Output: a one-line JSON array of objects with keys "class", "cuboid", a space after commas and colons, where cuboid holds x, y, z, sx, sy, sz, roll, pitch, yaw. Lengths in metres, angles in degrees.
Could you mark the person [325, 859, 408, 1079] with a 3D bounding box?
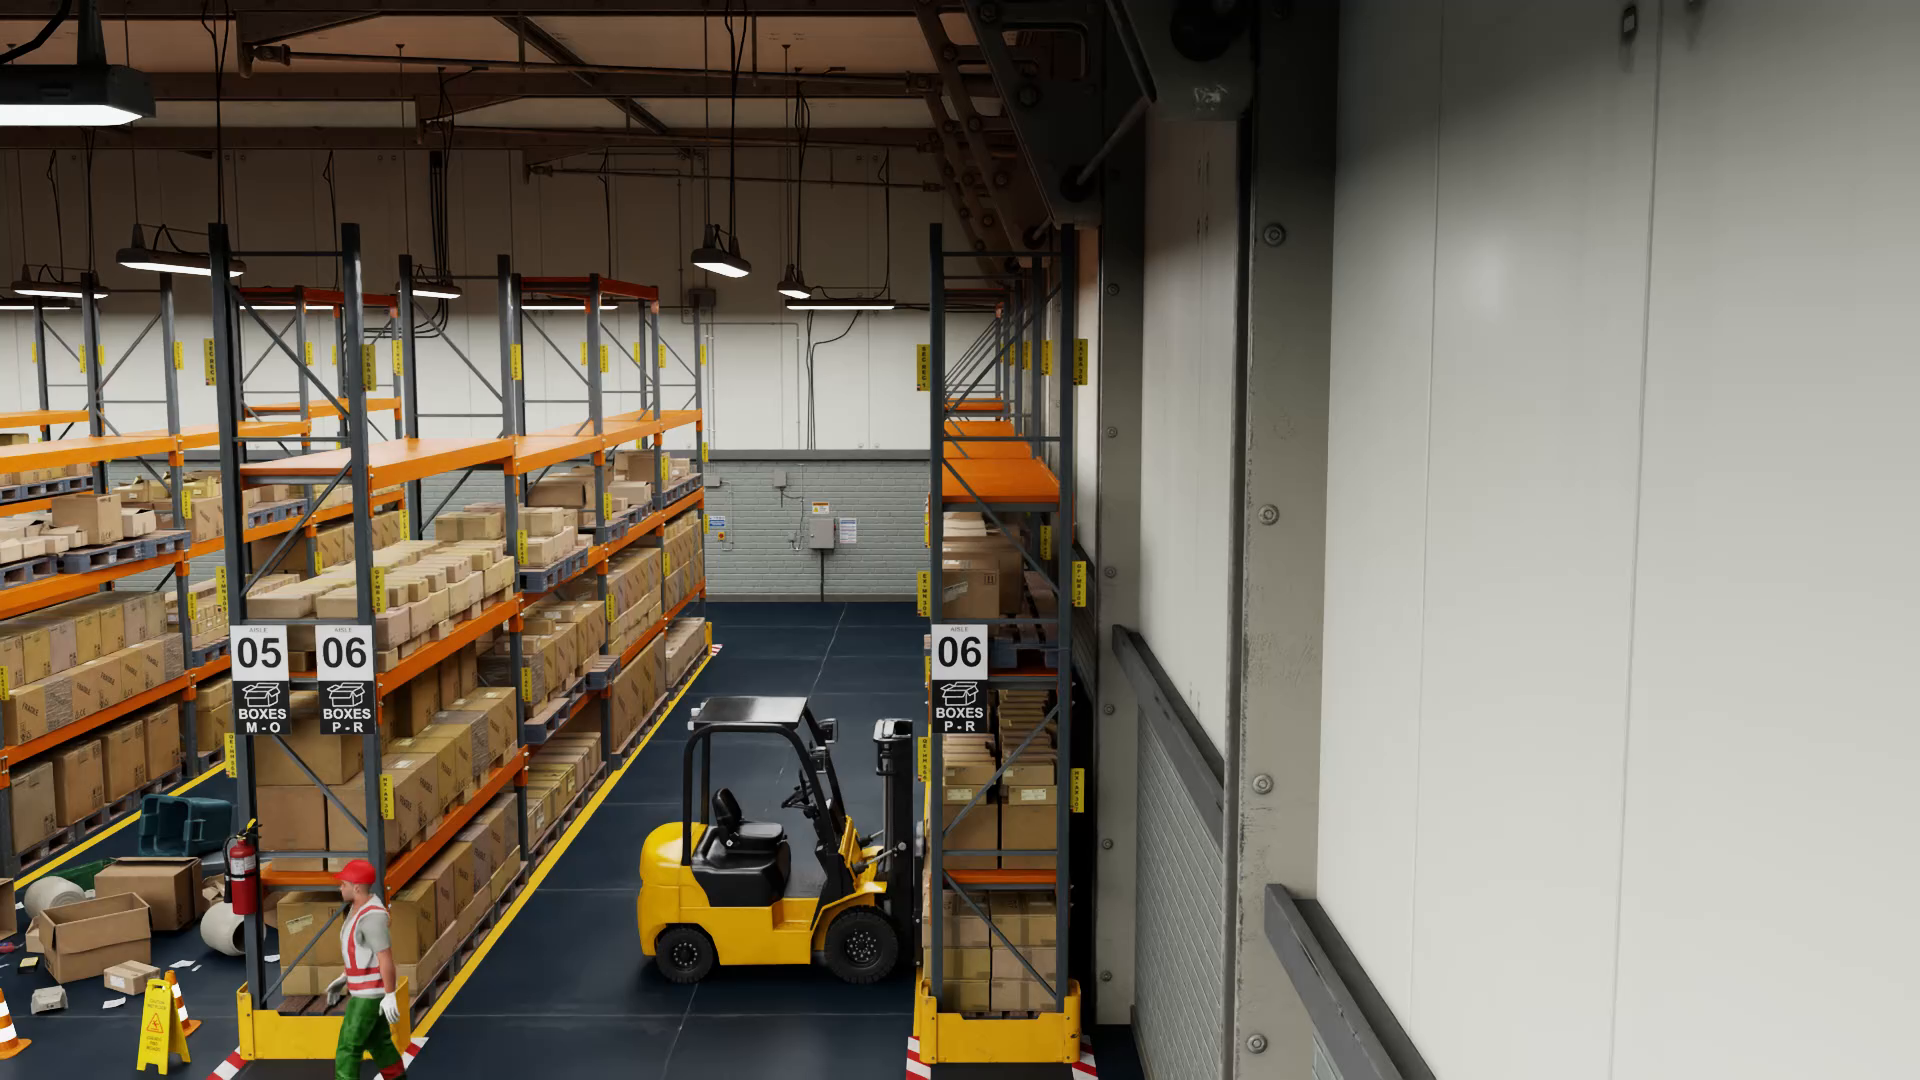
[{"class": "person", "cuboid": [-4.028, 3.006, 10.987, 0.731, 1.778, 0.605, -3, 7, -23]}]
